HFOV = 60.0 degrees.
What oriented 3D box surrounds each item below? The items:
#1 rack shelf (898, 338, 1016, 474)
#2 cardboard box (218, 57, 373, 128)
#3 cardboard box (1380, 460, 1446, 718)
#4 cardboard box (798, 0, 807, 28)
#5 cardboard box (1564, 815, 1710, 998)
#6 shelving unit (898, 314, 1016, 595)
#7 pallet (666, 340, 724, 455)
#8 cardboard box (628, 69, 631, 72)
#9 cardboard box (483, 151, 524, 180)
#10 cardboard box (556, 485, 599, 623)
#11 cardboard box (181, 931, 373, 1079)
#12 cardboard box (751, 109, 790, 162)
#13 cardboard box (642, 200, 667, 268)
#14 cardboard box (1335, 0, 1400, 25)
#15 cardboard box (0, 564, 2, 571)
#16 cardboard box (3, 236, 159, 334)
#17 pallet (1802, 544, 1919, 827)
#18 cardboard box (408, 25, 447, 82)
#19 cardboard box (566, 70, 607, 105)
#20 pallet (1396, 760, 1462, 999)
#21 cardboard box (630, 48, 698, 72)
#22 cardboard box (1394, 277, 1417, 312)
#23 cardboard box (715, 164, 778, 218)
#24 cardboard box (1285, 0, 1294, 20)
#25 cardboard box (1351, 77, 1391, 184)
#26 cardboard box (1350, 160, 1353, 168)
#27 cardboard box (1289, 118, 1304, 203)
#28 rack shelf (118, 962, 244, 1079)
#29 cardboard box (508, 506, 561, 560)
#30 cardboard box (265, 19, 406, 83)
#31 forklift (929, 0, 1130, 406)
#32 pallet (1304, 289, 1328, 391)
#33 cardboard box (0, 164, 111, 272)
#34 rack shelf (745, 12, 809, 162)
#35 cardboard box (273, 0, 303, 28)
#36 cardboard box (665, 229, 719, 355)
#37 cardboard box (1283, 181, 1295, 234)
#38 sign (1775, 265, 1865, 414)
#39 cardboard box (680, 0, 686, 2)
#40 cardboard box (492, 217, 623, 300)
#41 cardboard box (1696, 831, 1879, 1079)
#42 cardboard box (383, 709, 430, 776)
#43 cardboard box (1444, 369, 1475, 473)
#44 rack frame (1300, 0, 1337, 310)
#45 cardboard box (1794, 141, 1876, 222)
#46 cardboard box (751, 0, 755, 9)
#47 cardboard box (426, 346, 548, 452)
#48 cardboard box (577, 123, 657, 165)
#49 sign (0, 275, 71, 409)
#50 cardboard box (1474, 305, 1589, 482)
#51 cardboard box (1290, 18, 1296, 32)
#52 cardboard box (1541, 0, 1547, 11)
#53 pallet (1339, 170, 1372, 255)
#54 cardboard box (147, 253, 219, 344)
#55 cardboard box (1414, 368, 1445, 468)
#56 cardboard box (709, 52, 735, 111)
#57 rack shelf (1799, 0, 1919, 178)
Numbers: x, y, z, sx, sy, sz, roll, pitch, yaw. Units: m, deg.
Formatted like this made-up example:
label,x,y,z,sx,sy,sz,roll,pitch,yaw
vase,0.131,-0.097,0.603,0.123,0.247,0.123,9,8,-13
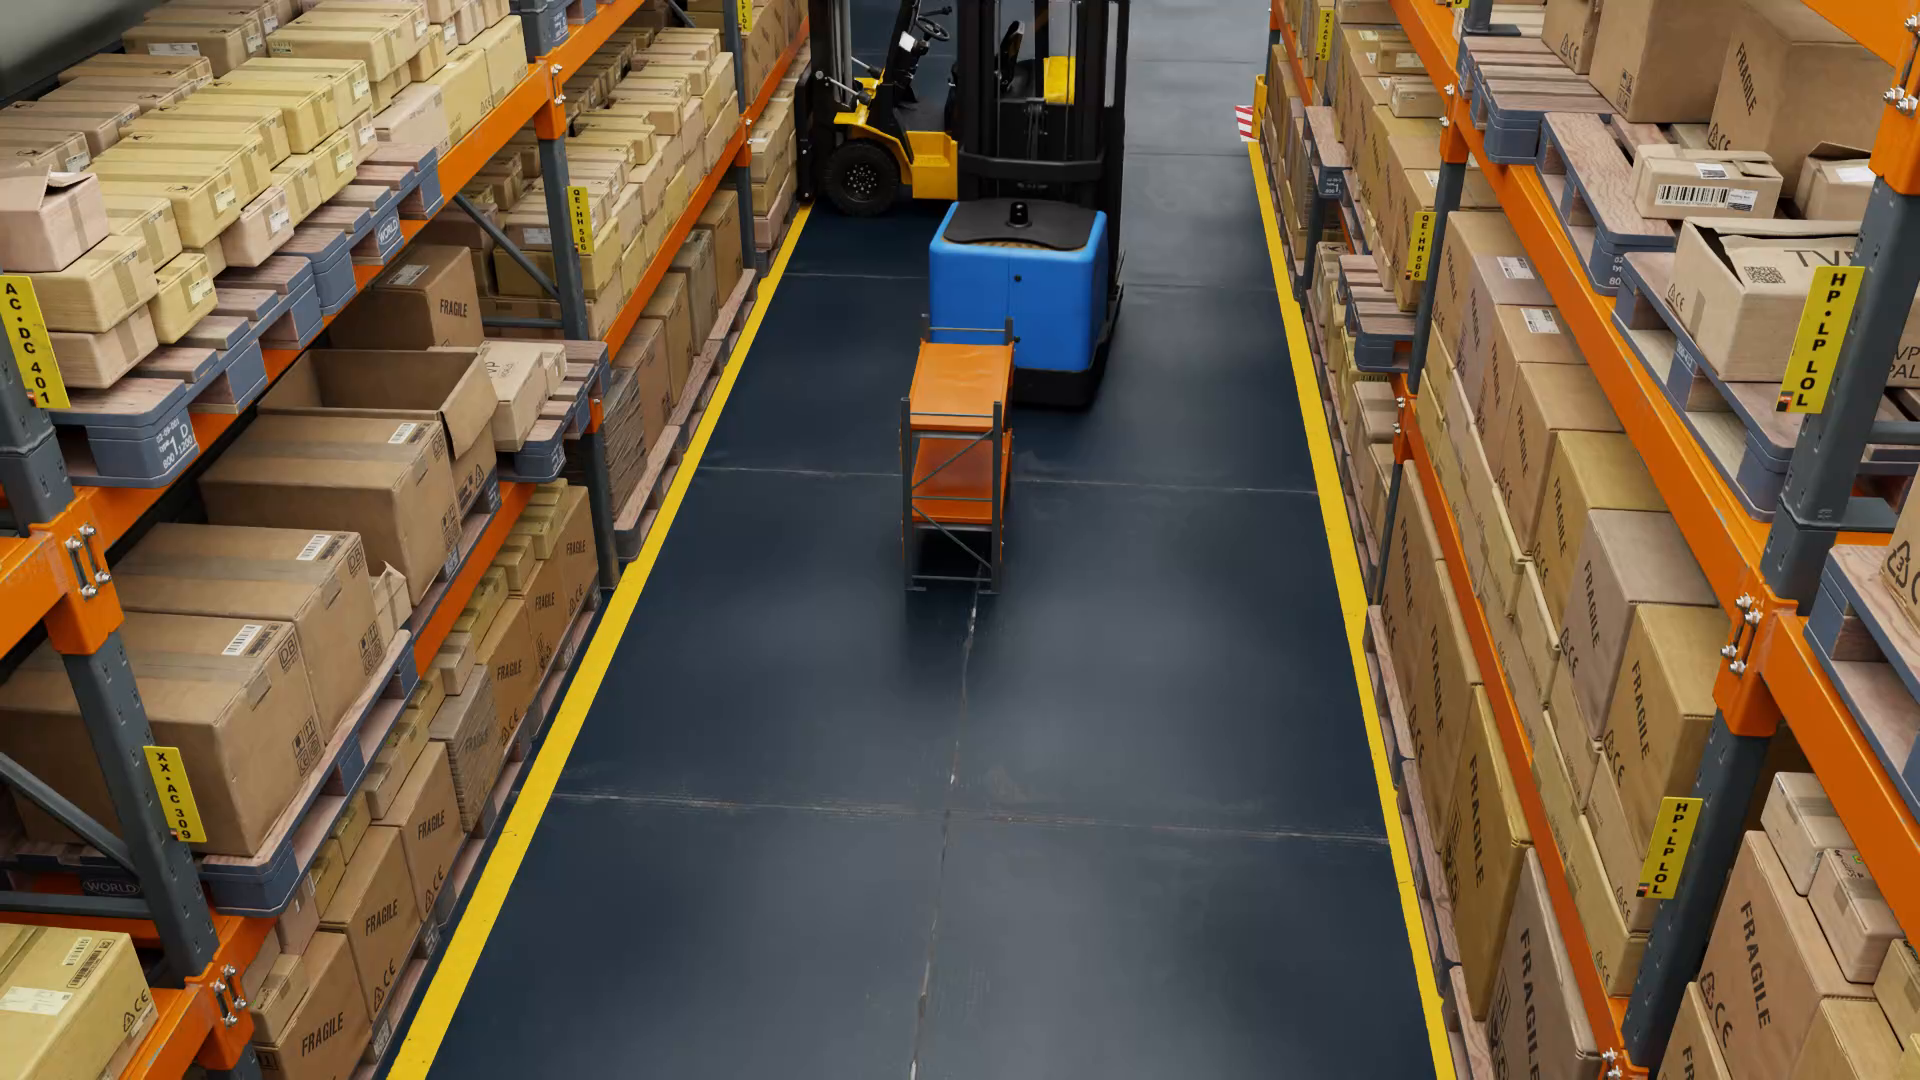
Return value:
label,x,y,z,sx,sy,sz,roll,pitch,yaw
rack shelf,-0.001,-0.725,8.796,0.538,0.278,1.000,2,32,4
cardboard box,-2.119,-1.430,5.313,0.380,0.149,0.250,3,32,4
cardboard box,2.487,0.235,7.635,0.875,0.875,0.875,2,32,4
cardboard box,-1.541,-4.477,13.560,0.500,0.500,0.500,2,32,3
cardboard box,2.086,1.062,4.811,0.500,0.250,0.500,2,32,3
shelving unit,-0.001,-0.475,8.949,0.538,1.125,1.048,2,32,4
pallet,-2.114,-0.937,10.568,1.003,0.211,1.213,2,32,4
cardboard box,-2.293,-3.045,10.998,0.500,0.250,0.500,2,32,3
cardboard box,-2.555,-1.962,8.861,0.380,0.149,0.250,2,32,3
cardboard box,-2.142,0.057,8.281,0.500,0.500,0.500,3,32,5
cardboard box,-2.384,1.675,5.655,0.500,0.500,0.500,4,32,6
cardboard box,-1.592,-3.091,12.673,0.500,0.250,0.500,3,32,4
cardboard box,-1.961,-1.749,9.372,0.500,0.250,0.500,1,32,2
cardboard box,2.561,-3.333,10.403,0.380,0.149,0.250,2,32,4
cardboard box,-2.382,0.064,3.668,0.380,0.149,0.250,2,32,4
cardboard box,-2.186,-0.623,4.002,0.380,0.149,0.250,3,32,5
pallet,2.223,0.431,2.917,1.003,0.211,1.213,2,32,4
cardboard box,-2.175,-1.843,6.285,0.380,0.149,0.250,2,32,4
cardboard box,-2.379,-2.762,10.159,0.380,0.149,0.250,2,32,4
pallet,2.385,1.384,6.803,1.003,0.211,1.213,2,32,4
cardboard box,-1.878,-3.019,10.577,0.380,0.149,0.250,2,32,4
cardboard box,2.368,-1.245,8.251,0.380,0.149,0.250,3,32,5
cardboard box,-1.649,-2.611,12.372,0.500,0.250,0.500,2,32,4
cardboard box,2.883,-4.428,13.197,0.500,0.500,0.500,2,32,3
cardboard box,2.502,-2.266,9.289,0.500,0.500,0.500,1,32,2
cardboard box,2.553,-2.322,9.998,0.380,0.149,0.250,3,32,5
cardboard box,2.772,-2.854,12.529,0.500,0.500,0.500,3,32,5
rack shelf,-2.810,2.385,3.206,1.077,0.370,4.000,2,32,4
cardboard box,-2.101,-0.036,7.814,0.380,0.149,0.250,1,32,1
cardboard box,-2.160,-1.697,5.765,0.380,0.149,0.250,3,32,4
forklift,0.570,-2.850,11.081,1.130,2.935,3.031,6,32,9
pallet,2.890,-1.346,11.233,1.003,0.211,1.213,2,32,4
cardboard box,-2.275,-0.804,3.902,0.396,0.266,0.258,2,32,4
rack shelf,-1.833,-3.890,13.388,1.077,0.370,4.000,2,32,4
cardboard box,-2.670,-1.985,6.232,0.380,0.149,0.250,3,32,6
cardboard box,-2.098,-1.639,10.914,0.875,0.625,0.625,2,32,3
cardboard box,2.765,-2.548,12.746,0.500,0.250,0.500,2,32,3
sign,1.759,-0.406,3.398,0.100,0.325,0.005,2,32,4
cardboard box,-1.761,-3.891,11.708,0.380,0.149,0.250,3,32,5
cardboard box,-2.017,-1.428,8.375,0.500,0.250,0.500,2,32,4
cardboard box,2.020,1.013,3.698,0.500,0.500,0.500,3,32,4
cardboard box,-2.309,0.781,6.488,0.380,0.149,0.250,4,32,6
cardboard box,2.295,-0.473,6.825,0.500,0.250,0.500,3,32,5
rack frame,2.952,-2.940,11.162,1.000,3.000,0.127,2,32,4
cardboard box,2.798,-1.096,5.038,0.396,0.266,0.258,5,32,8
cardboard box,-1.695,-3.897,12.001,0.380,0.149,0.250,2,32,4
cardboard box,-2.085,-0.608,7.120,0.500,0.250,0.500,1,32,2
cardboard box,-1.907,-2.207,9.258,0.380,0.149,0.250,3,32,5
sign,-2.106,-0.445,3.761,0.100,0.325,0.005,2,32,4
cardboard box,2.254,-0.540,6.218,0.500,0.500,0.500,3,32,5
cardboard box,2.880,-4.221,13.479,0.380,0.149,0.250,3,32,5
cardboard box,2.842,-2.359,7.488,0.396,0.266,0.258,2,32,4
pallet,2.746,-1.804,9.501,1.003,0.211,1.213,2,32,4
cardboard box,-2.171,-0.631,4.300,0.380,0.149,0.250,3,32,5
cardboard box,2.335,-0.540,7.409,0.500,0.250,0.500,2,32,3
cardboard box,-1.781,-3.032,10.977,0.500,0.250,0.500,2,32,3
rack shelf,2.463,-1.880,4.791,1.077,0.370,4.000,2,32,4
